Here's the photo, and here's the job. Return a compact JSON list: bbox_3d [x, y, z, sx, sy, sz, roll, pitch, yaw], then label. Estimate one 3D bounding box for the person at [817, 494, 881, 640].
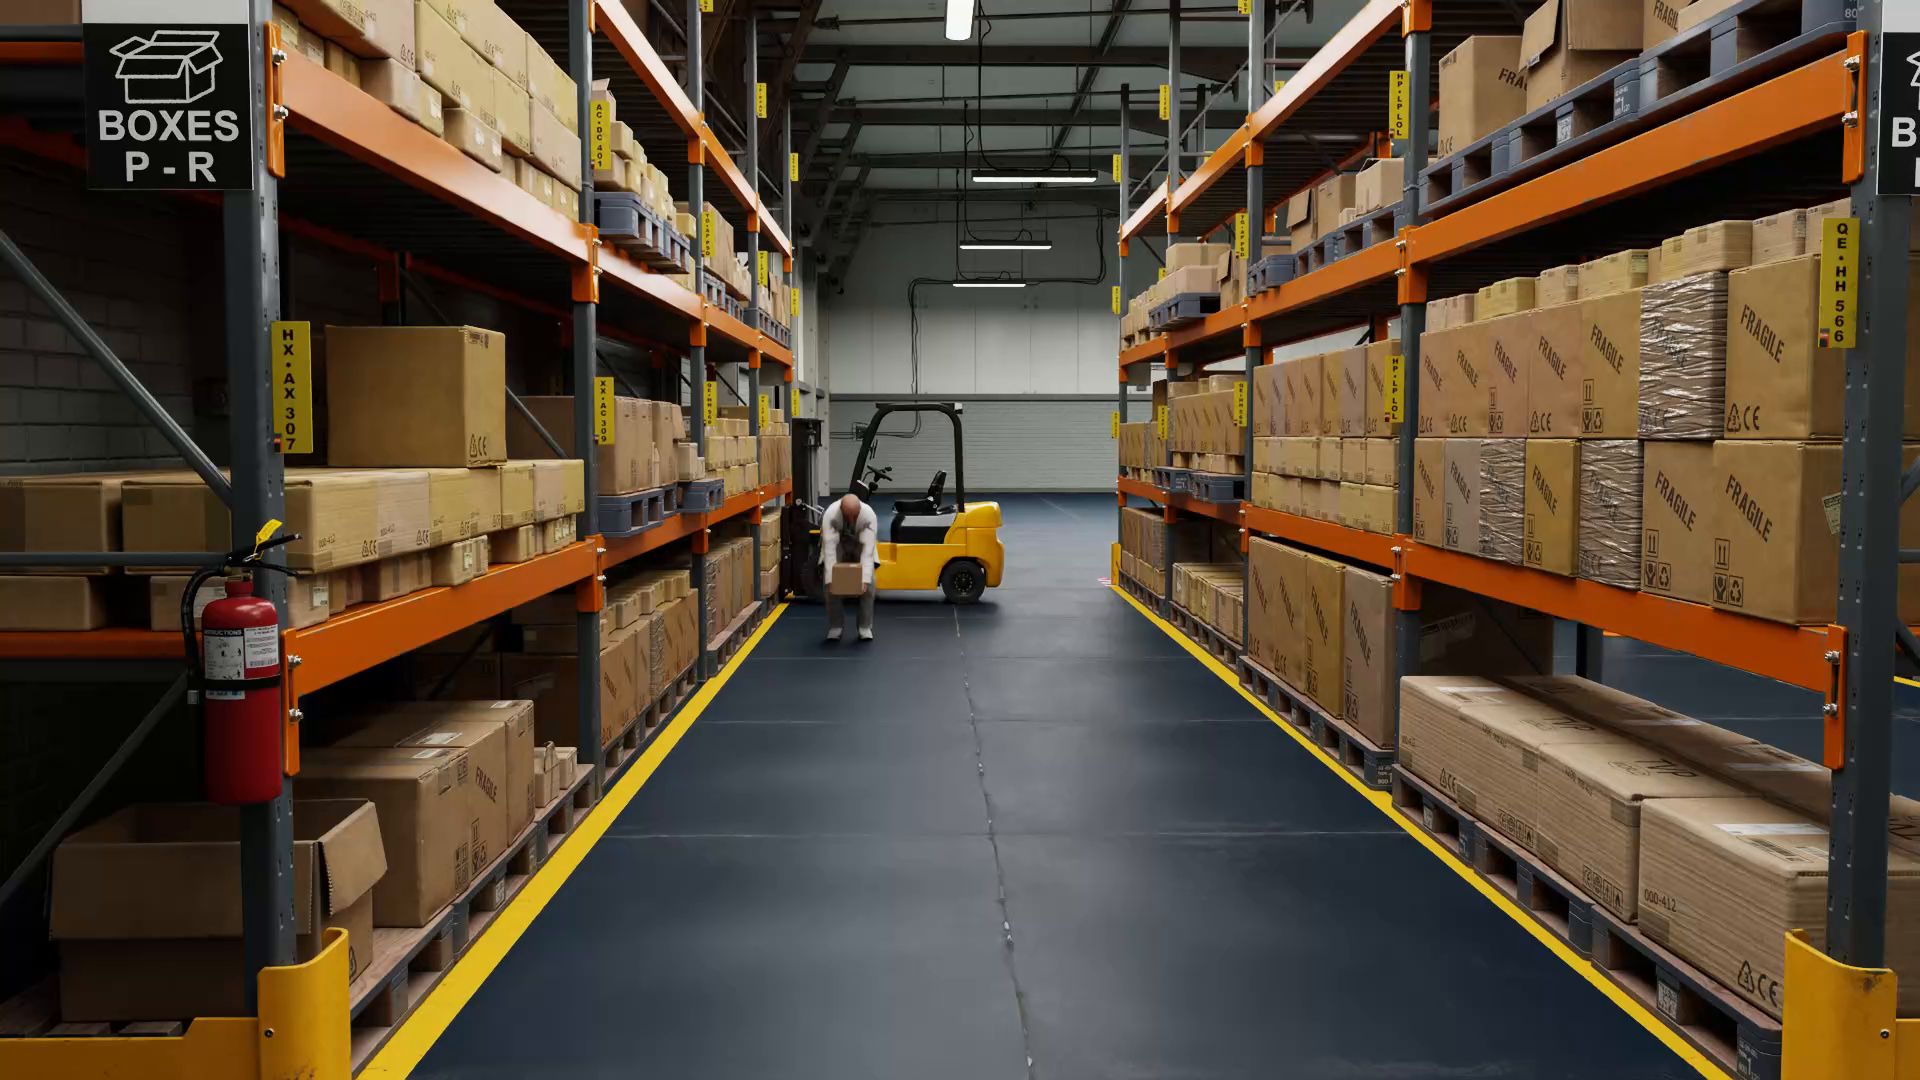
[{"bbox_3d":[-0.976,0.238,14.620,0.568,1.314,0.900,0,4,-3],"label":"person"}]
